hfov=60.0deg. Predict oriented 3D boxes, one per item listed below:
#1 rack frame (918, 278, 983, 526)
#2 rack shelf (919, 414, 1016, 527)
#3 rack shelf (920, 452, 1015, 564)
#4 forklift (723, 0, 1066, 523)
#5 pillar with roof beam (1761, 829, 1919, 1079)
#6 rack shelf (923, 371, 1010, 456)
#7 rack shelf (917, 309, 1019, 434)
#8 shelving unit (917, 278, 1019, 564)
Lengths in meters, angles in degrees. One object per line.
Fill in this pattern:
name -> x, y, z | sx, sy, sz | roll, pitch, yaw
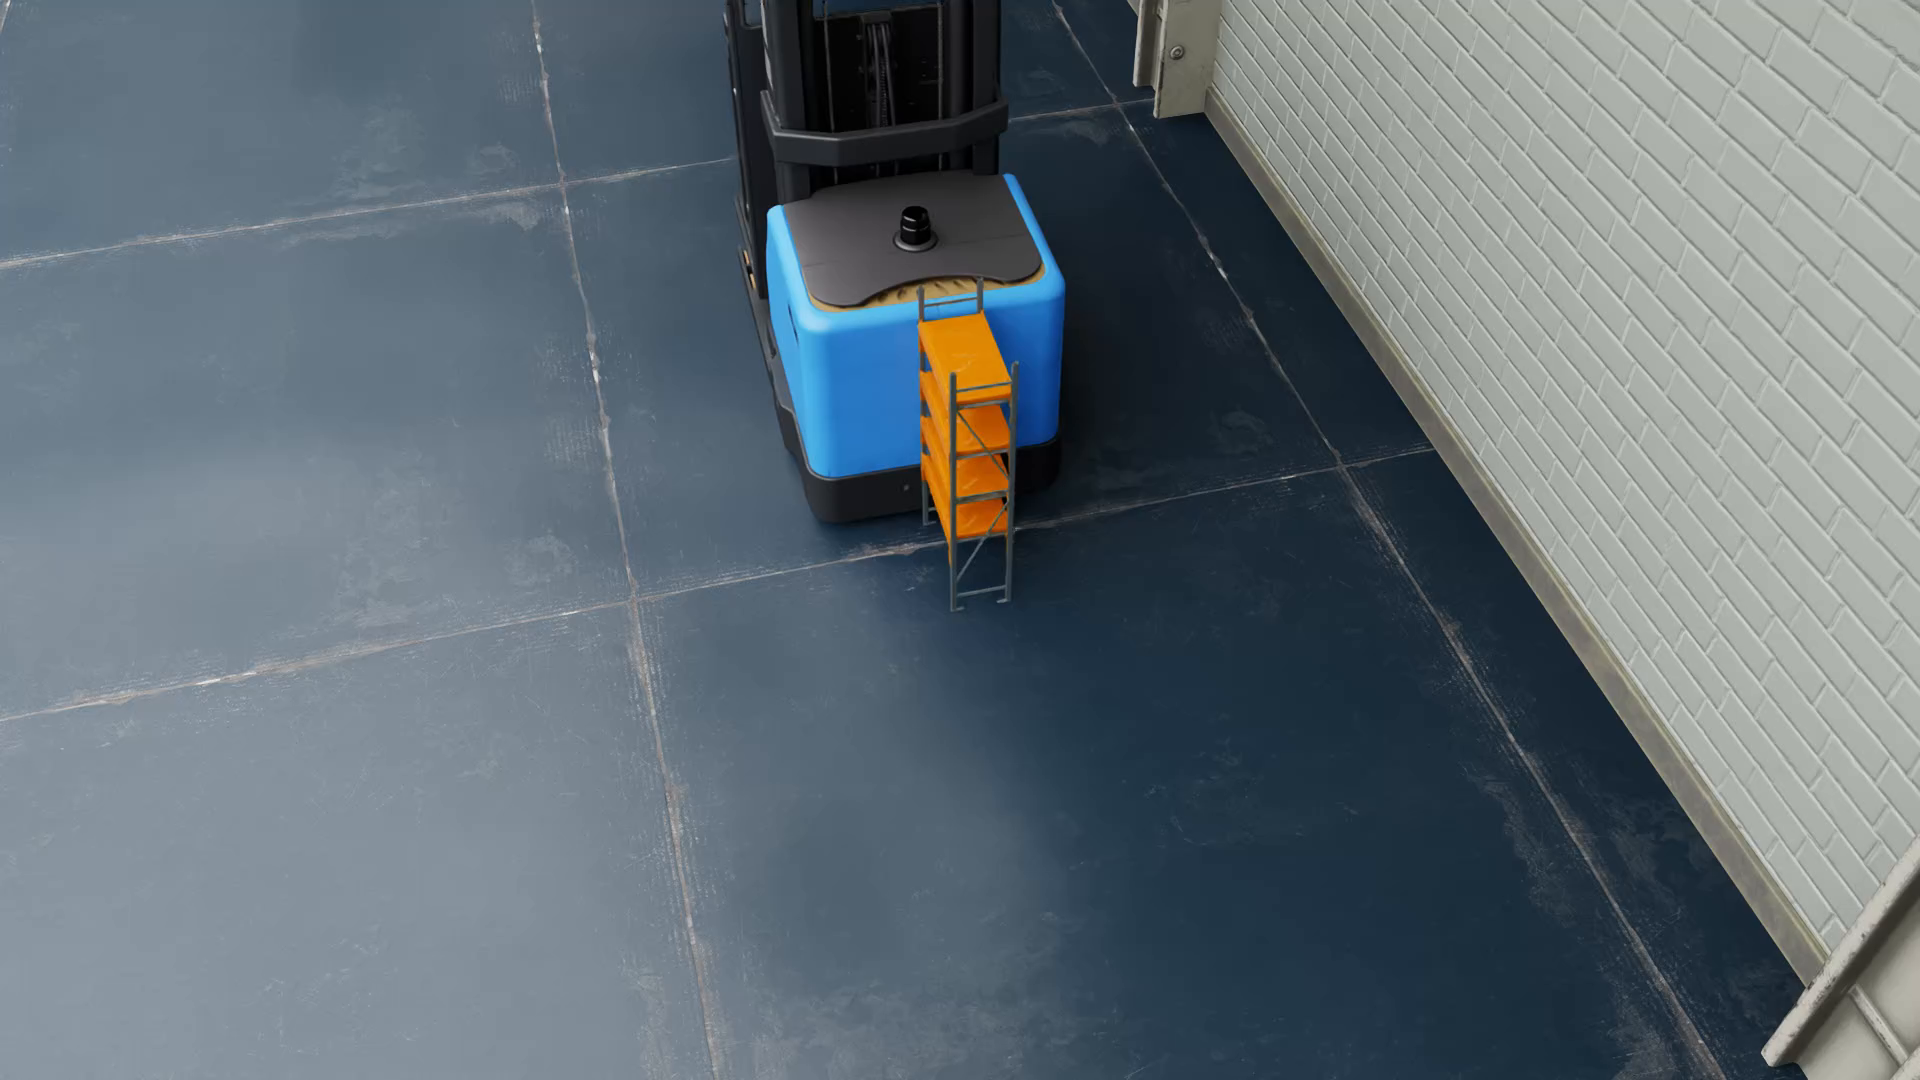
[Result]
rack frame -> -0.034, -0.502, 6.402 | 0.240, 1.200, 0.015 | -10, 46, -10
rack shelf -> 0.024, -0.285, 6.284 | 0.258, 0.148, 0.480 | -10, 46, -10
rack shelf -> 0.024, -0.146, 6.426 | 0.258, 0.148, 0.480 | -10, 46, -10
forklift -> -0.433, -2.167, 6.822 | 1.130, 2.935, 3.031 | -10, 46, -10
pillar with roof beam -> -1.467, -0.660, 1.096 | 9.100, 9.000, 0.400 | -11, 47, -10
rack shelf -> 0.024, -0.479, 6.086 | 0.221, 0.021, 0.457 | -10, 46, -10
rack shelf -> 0.024, -0.607, 5.955 | 0.258, 0.148, 0.480 | -10, 46, -10
shelving unit -> 0.023, -0.336, 6.240 | 0.258, 1.200, 0.492 | -10, 46, -10
